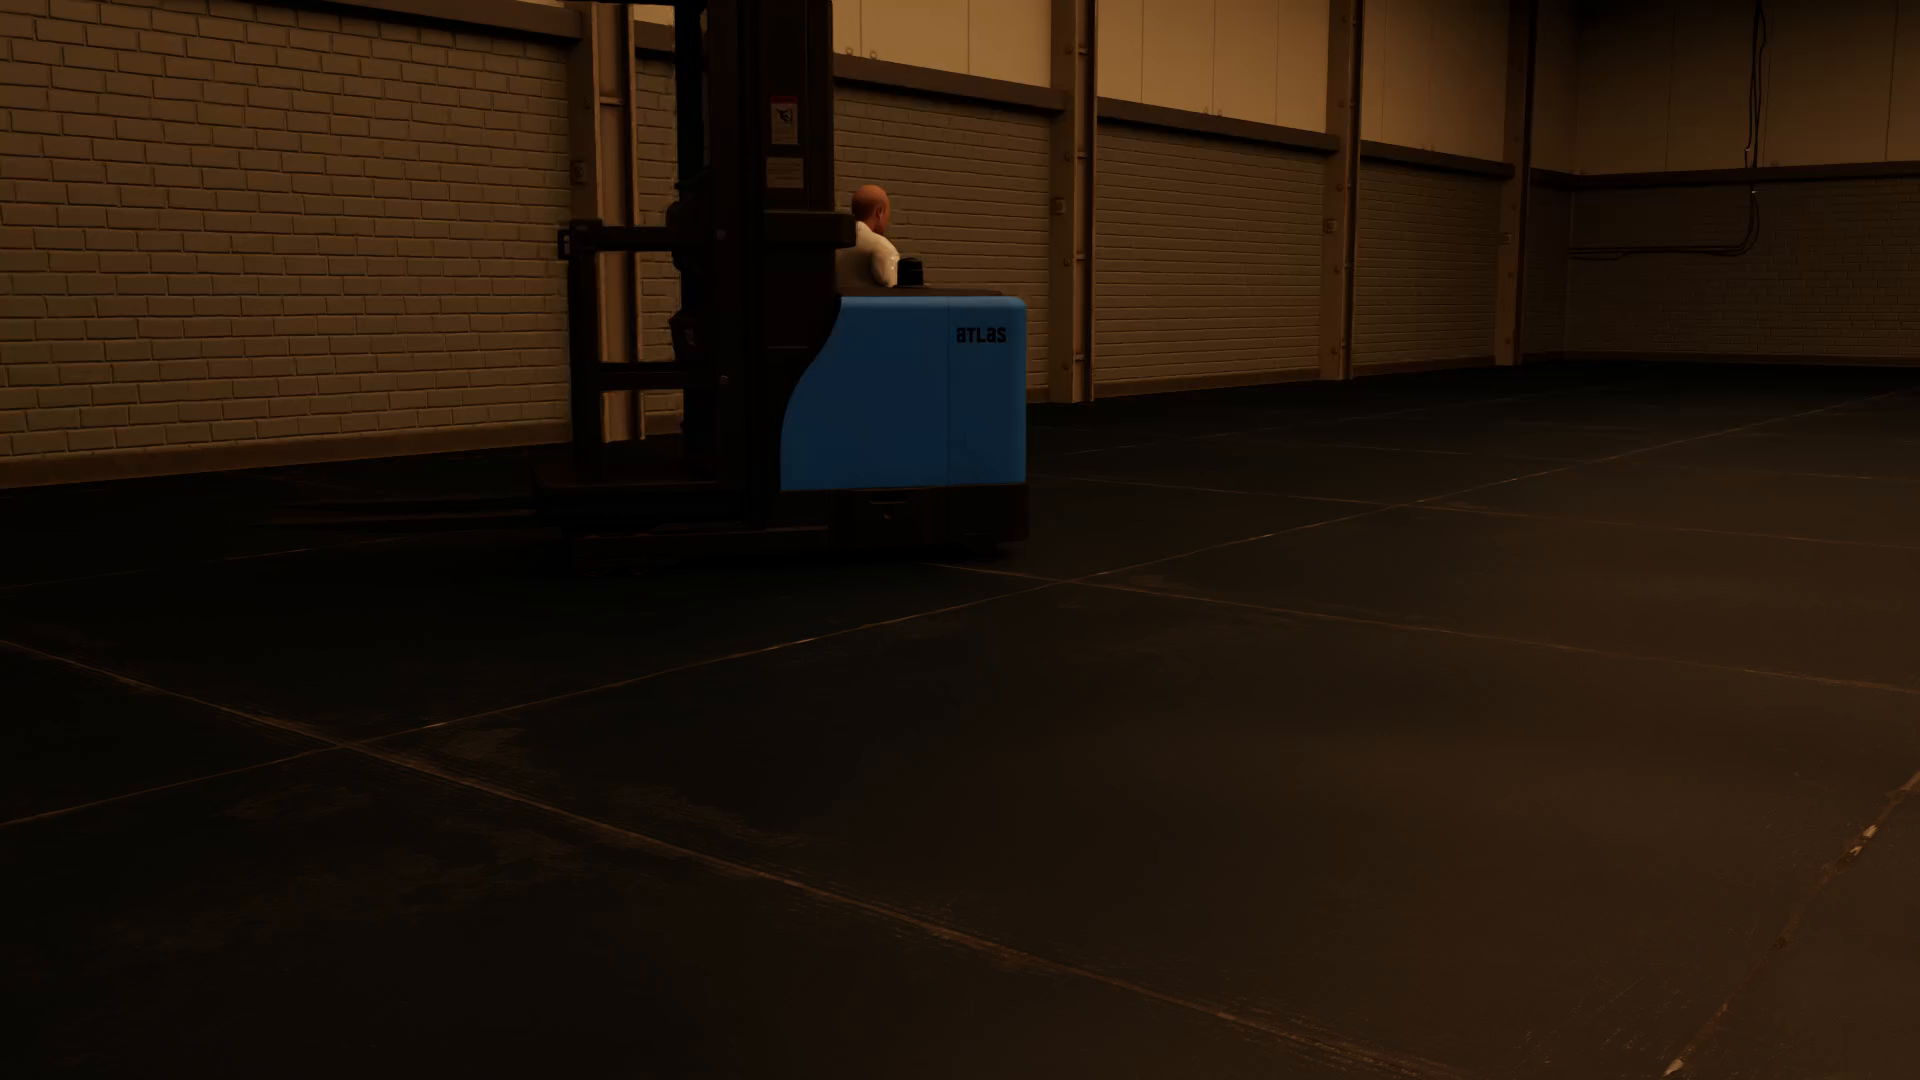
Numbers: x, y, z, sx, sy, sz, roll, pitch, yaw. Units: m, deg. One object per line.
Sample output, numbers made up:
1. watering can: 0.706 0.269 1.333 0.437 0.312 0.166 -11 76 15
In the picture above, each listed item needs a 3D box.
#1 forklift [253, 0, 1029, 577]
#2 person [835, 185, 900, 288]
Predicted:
1. forklift: -1.287 -1.390 6.784 3.031 2.935 1.130 -2 9 -16
2. person: -0.424 -0.944 8.383 0.714 1.661 1.003 -5 10 -32
